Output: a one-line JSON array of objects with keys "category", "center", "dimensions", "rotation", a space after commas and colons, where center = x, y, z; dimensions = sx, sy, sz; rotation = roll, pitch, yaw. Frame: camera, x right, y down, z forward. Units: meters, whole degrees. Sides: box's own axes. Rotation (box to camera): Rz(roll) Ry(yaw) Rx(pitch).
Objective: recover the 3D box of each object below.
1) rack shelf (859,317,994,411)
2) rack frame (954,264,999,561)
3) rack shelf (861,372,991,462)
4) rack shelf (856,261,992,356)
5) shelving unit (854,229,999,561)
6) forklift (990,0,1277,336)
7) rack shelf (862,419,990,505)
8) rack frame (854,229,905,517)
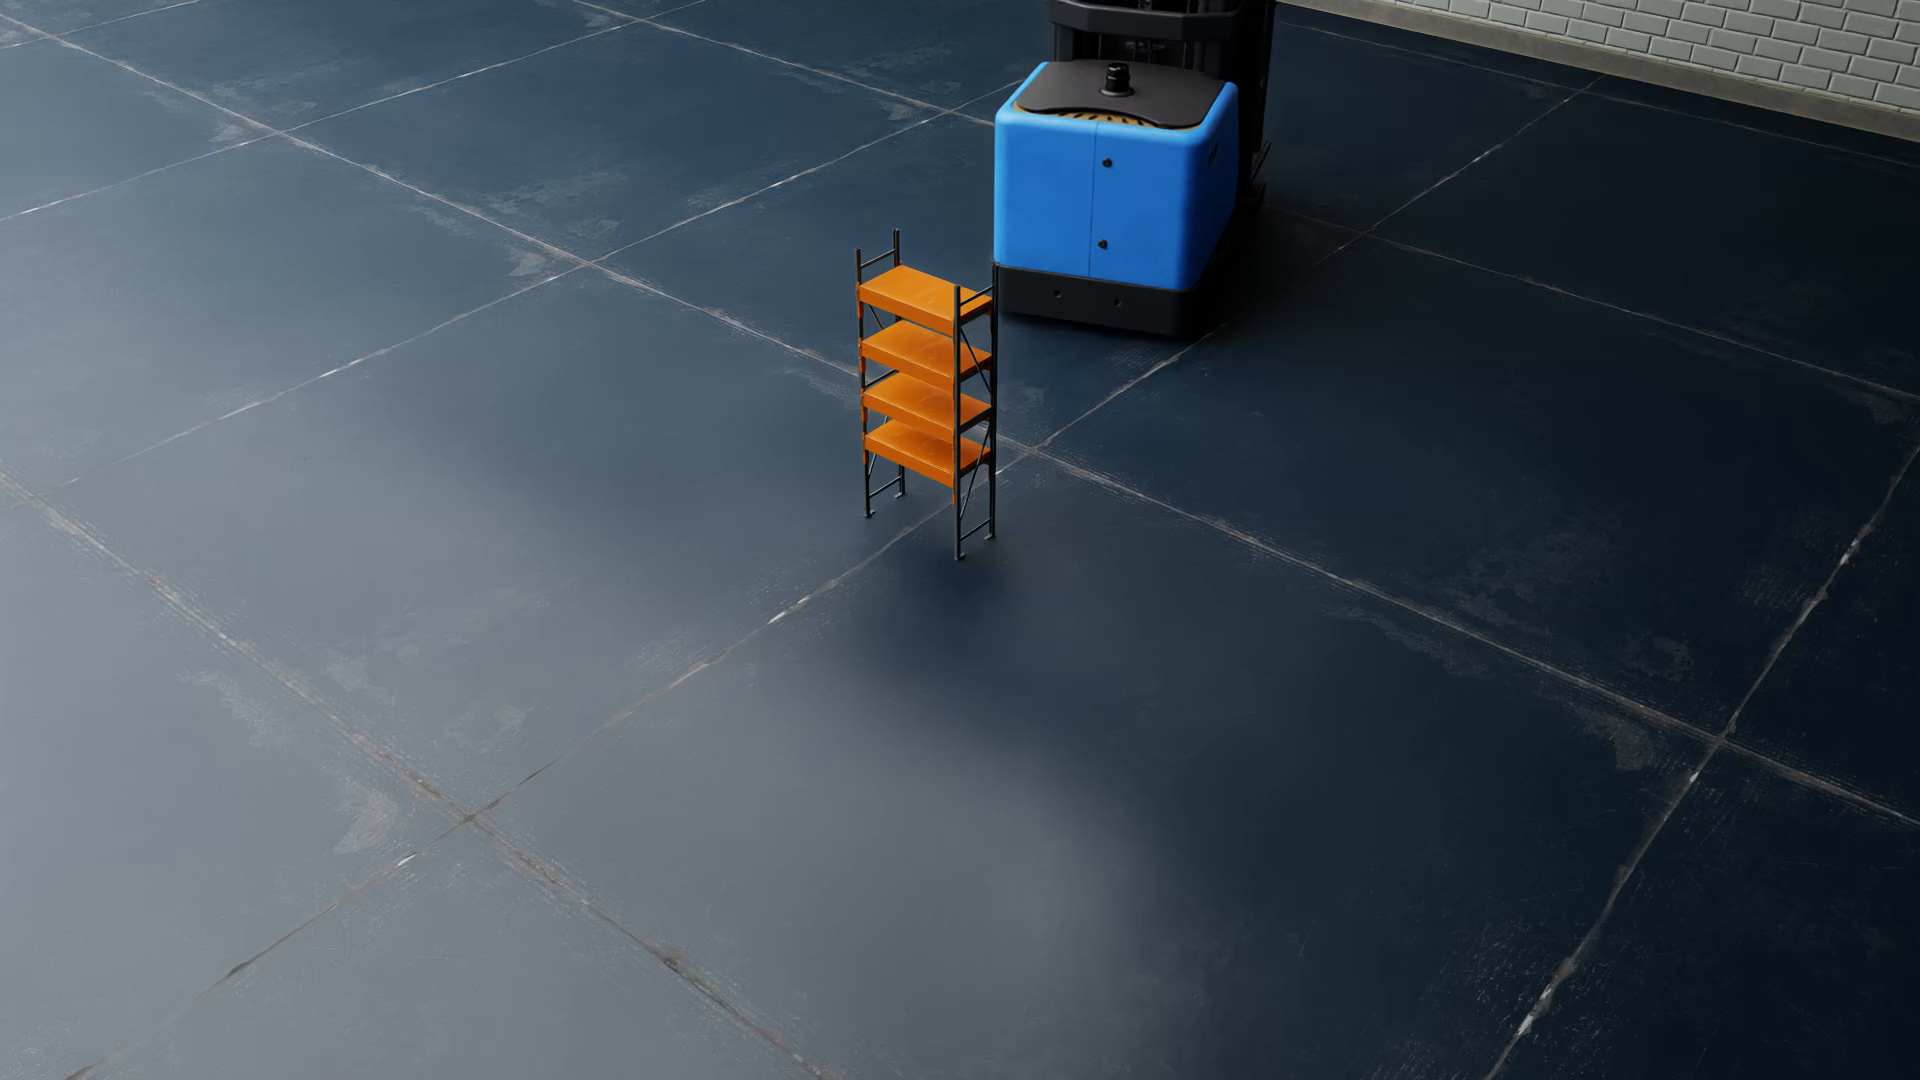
[{"category": "rack shelf", "center": [-0.127, -0.683, 6.409], "dimensions": [0.480, 0.148, 0.258], "rotation": [25, 42, 32]}, {"category": "rack frame", "center": [0.060, -0.466, 6.369], "dimensions": [0.015, 1.200, 0.240], "rotation": [25, 42, 32]}, {"category": "rack shelf", "center": [-0.127, -0.499, 6.536], "dimensions": [0.480, 0.148, 0.258], "rotation": [25, 42, 32]}, {"category": "rack shelf", "center": [-0.127, -0.878, 6.275], "dimensions": [0.480, 0.148, 0.258], "rotation": [25, 42, 32]}, {"category": "shelving unit", "center": [-0.127, -0.555, 6.498], "dimensions": [0.503, 1.200, 0.258], "rotation": [25, 42, 32]}, {"category": "forklift", "center": [1.102, -3.027, 8.569], "dimensions": [1.130, 2.935, 3.031], "rotation": [11, 36, 15]}, {"category": "rack shelf", "center": [-0.127, -0.335, 6.648], "dimensions": [0.480, 0.148, 0.258], "rotation": [25, 42, 32]}, {"category": "rack frame", "center": [-0.315, -0.643, 6.626], "dimensions": [0.015, 1.200, 0.240], "rotation": [25, 42, 32]}]
